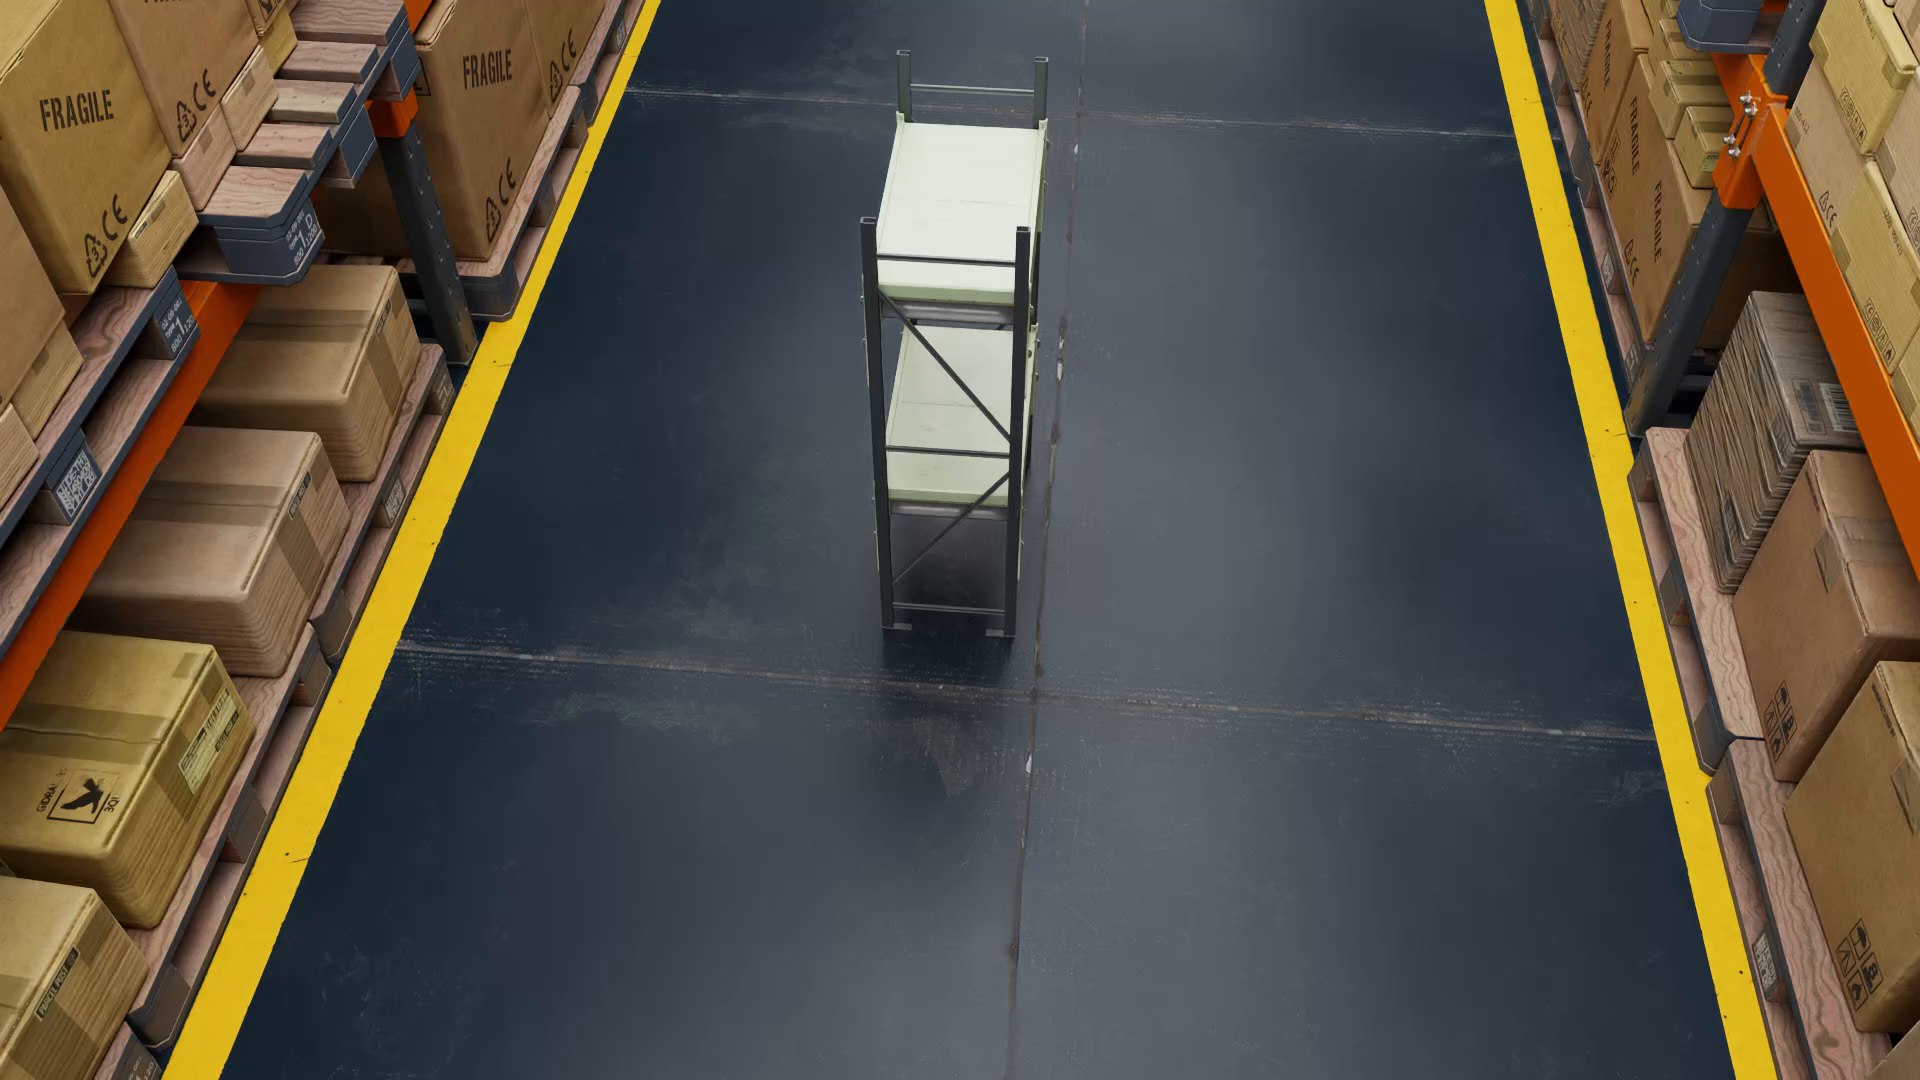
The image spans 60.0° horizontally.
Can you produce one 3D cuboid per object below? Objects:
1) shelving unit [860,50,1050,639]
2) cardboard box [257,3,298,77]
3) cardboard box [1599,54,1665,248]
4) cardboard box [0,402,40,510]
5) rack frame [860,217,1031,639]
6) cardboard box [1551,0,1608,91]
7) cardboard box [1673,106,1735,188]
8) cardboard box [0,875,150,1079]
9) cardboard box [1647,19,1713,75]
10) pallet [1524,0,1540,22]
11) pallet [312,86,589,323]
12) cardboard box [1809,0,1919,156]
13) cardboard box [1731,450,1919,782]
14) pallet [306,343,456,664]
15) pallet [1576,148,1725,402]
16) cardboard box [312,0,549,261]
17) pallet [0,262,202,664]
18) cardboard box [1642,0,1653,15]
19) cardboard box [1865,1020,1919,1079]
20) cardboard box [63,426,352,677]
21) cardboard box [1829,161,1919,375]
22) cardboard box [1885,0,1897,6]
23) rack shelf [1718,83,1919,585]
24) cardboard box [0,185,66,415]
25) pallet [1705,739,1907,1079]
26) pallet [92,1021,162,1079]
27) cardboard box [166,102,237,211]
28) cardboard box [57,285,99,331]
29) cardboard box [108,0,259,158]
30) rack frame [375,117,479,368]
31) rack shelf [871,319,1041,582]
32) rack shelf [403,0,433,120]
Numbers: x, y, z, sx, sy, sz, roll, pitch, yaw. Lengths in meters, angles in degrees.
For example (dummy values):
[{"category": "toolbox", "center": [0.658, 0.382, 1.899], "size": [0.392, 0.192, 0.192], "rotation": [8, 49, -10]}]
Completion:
[{"category": "shelving unit", "center": [-0.001, -0.501, 4.692], "size": [0.431, 1.500, 0.755], "rotation": [4, 48, 4]}, {"category": "cardboard box", "center": [-1.952, -1.290, 4.283], "size": [0.380, 0.149, 0.250], "rotation": [5, 48, 4]}, {"category": "cardboard box", "center": [2.619, -1.351, 5.862], "size": [0.500, 0.500, 0.500], "rotation": [3, 48, 3]}, {"category": "cardboard box", "center": [-2.058, -0.150, 3.240], "size": [0.380, 0.149, 0.250], "rotation": [6, 48, 5]}, {"category": "rack frame", "center": [-0.034, -0.232, 4.446], "size": [0.400, 1.500, 0.023], "rotation": [4, 48, 4]}, {"category": "cardboard box", "center": [2.693, -2.118, 6.564], "size": [0.500, 0.500, 0.500], "rotation": [2, 48, 2]}, {"category": "cardboard box", "center": [2.532, -1.257, 5.337], "size": [0.380, 0.149, 0.250], "rotation": [2, 48, 2]}, {"category": "cardboard box", "center": [-2.462, 1.079, 3.727], "size": [0.950, 0.372, 0.625], "rotation": [7, 48, 6]}, {"category": "cardboard box", "center": [2.594, -1.651, 5.697], "size": [0.380, 0.149, 0.250], "rotation": [2, 48, 2]}, {"category": "pallet", "center": [3.067, -2.758, 7.630], "size": [1.003, 0.211, 1.213], "rotation": [4, 48, 4]}, {"category": "pallet", "center": [-2.058, -1.325, 6.318], "size": [1.003, 0.211, 1.213], "rotation": [4, 48, 4]}, {"category": "cardboard box", "center": [2.430, -1.171, 4.051], "size": [0.500, 0.250, 0.500], "rotation": [4, 48, 3]}, {"category": "cardboard box", "center": [2.617, 0.237, 4.325], "size": [0.875, 0.625, 0.625], "rotation": [5, 48, 5]}, {"category": "pallet", "center": [-2.277, -0.176, 5.268], "size": [1.003, 0.211, 1.213], "rotation": [4, 48, 4]}, {"category": "pallet", "center": [2.845, -0.965, 5.990], "size": [1.003, 0.211, 1.213], "rotation": [4, 48, 4]}, {"category": "cardboard box", "center": [-2.059, -1.618, 5.852], "size": [0.875, 0.875, 0.875], "rotation": [3, 48, 3]}, {"category": "pallet", "center": [-2.344, -0.169, 3.502], "size": [1.003, 0.211, 1.213], "rotation": [4, 48, 4]}, {"category": "cardboard box", "center": [2.685, -2.025, 6.039], "size": [0.380, 0.149, 0.250], "rotation": [3, 48, 3]}, {"category": "cardboard box", "center": [2.489, 1.285, 3.367], "size": [0.875, 0.625, 0.625], "rotation": [3, 48, 3]}, {"category": "cardboard box", "center": [-2.325, 0.011, 4.703], "size": [0.950, 0.372, 0.625], "rotation": [3, 48, 3]}, {"category": "cardboard box", "center": [2.404, -0.631, 3.896], "size": [0.500, 0.250, 0.500], "rotation": [3, 48, 3]}, {"category": "cardboard box", "center": [2.416, -1.399, 3.989], "size": [0.380, 0.149, 0.250], "rotation": [5, 48, 5]}, {"category": "rack shelf", "center": [2.557, 0.352, 3.383], "size": [1.077, 0.370, 4.000], "rotation": [4, 48, 4]}, {"category": "cardboard box", "center": [-2.101, -0.462, 3.086], "size": [0.500, 0.500, 0.500], "rotation": [2, 48, 2]}, {"category": "pallet", "center": [2.511, 1.077, 4.122], "size": [1.003, 0.211, 1.213], "rotation": [4, 48, 4]}, {"category": "pallet", "center": [-2.500, 1.617, 3.628], "size": [1.003, 0.211, 1.213], "rotation": [4, 48, 4]}, {"category": "cardboard box", "center": [-1.962, -0.917, 3.942], "size": [0.380, 0.149, 0.250], "rotation": [2, 48, 2]}, {"category": "cardboard box", "center": [-2.121, -0.538, 3.595], "size": [0.380, 0.149, 0.250], "rotation": [4, 48, 4]}, {"category": "cardboard box", "center": [-2.005, -1.234, 3.792], "size": [0.500, 0.500, 0.500], "rotation": [3, 48, 3]}, {"category": "rack frame", "center": [-2.205, -1.691, 4.764], "size": [1.000, 3.000, 0.127], "rotation": [4, 48, 4]}, {"category": "rack shelf", "center": [-0.001, -0.281, 4.933], "size": [0.431, 0.370, 0.720], "rotation": [4, 48, 4]}, {"category": "rack shelf", "center": [-2.022, -2.918, 6.374], "size": [1.077, 0.370, 4.000], "rotation": [4, 48, 4]}]
